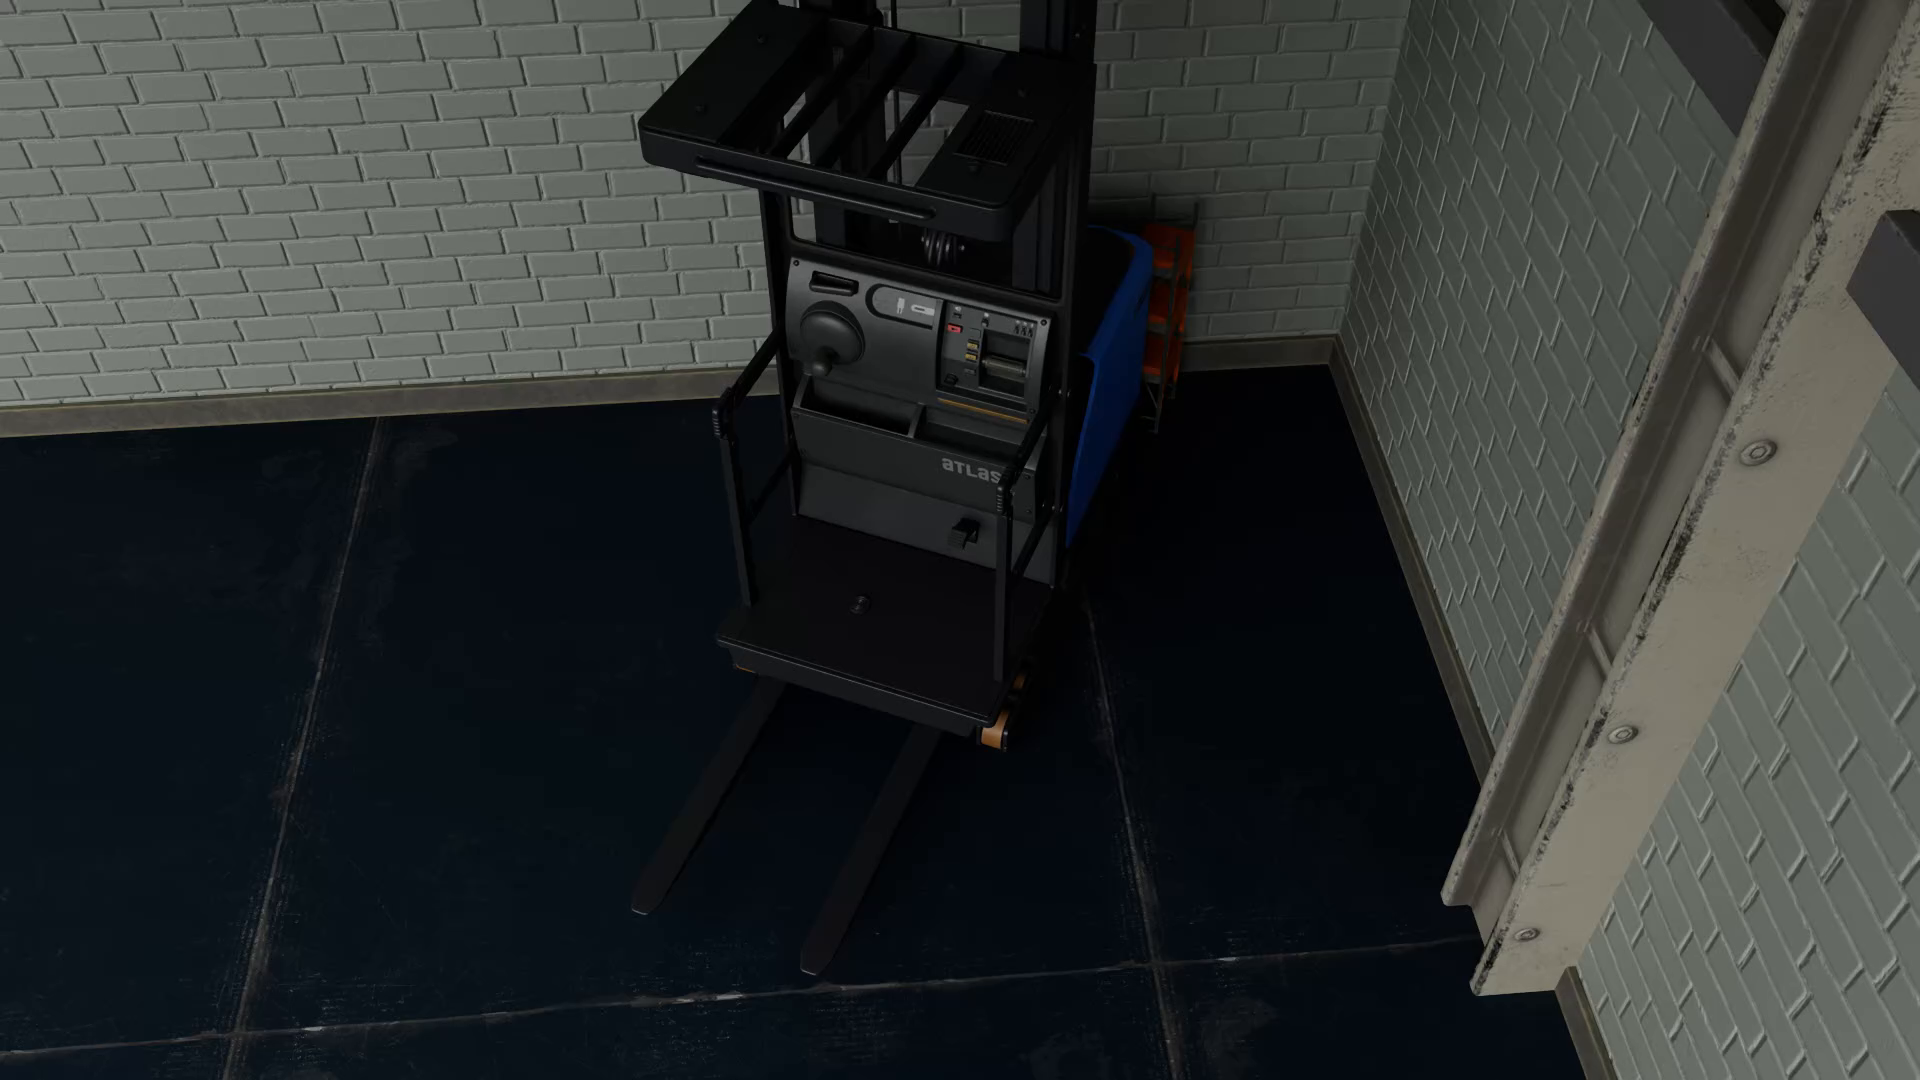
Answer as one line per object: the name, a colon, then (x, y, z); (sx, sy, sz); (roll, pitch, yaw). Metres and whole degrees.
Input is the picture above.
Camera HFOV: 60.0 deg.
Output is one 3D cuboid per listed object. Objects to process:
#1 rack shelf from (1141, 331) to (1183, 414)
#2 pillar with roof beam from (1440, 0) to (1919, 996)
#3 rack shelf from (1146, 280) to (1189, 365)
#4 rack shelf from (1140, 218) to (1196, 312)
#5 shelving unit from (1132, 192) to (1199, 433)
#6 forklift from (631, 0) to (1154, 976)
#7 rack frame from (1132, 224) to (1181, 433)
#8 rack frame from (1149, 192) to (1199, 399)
rack shelf: (0.827, -0.746, 7.266); (0.215, 0.259, 0.240); (17, 48, 15)
pillar with roof beam: (-2.463, -1.487, 2.097); (9.100, 9.000, 0.400); (-3, 47, -3)
rack shelf: (0.828, -0.939, 7.065); (0.215, 0.259, 0.240); (17, 48, 15)
rack shelf: (0.829, -1.135, 6.861); (0.215, 0.259, 0.240); (17, 48, 15)
shelving unit: (0.828, -0.946, 7.058); (0.215, 1.050, 0.252); (17, 48, 15)
forklift: (-0.223, -0.586, 5.423); (1.130, 2.935, 3.031); (16, 49, 14)
rack frame: (0.781, -0.865, 6.980); (0.200, 1.050, 0.008); (17, 48, 15)
rack frame: (0.875, -1.027, 7.136); (0.200, 1.050, 0.008); (17, 48, 15)
